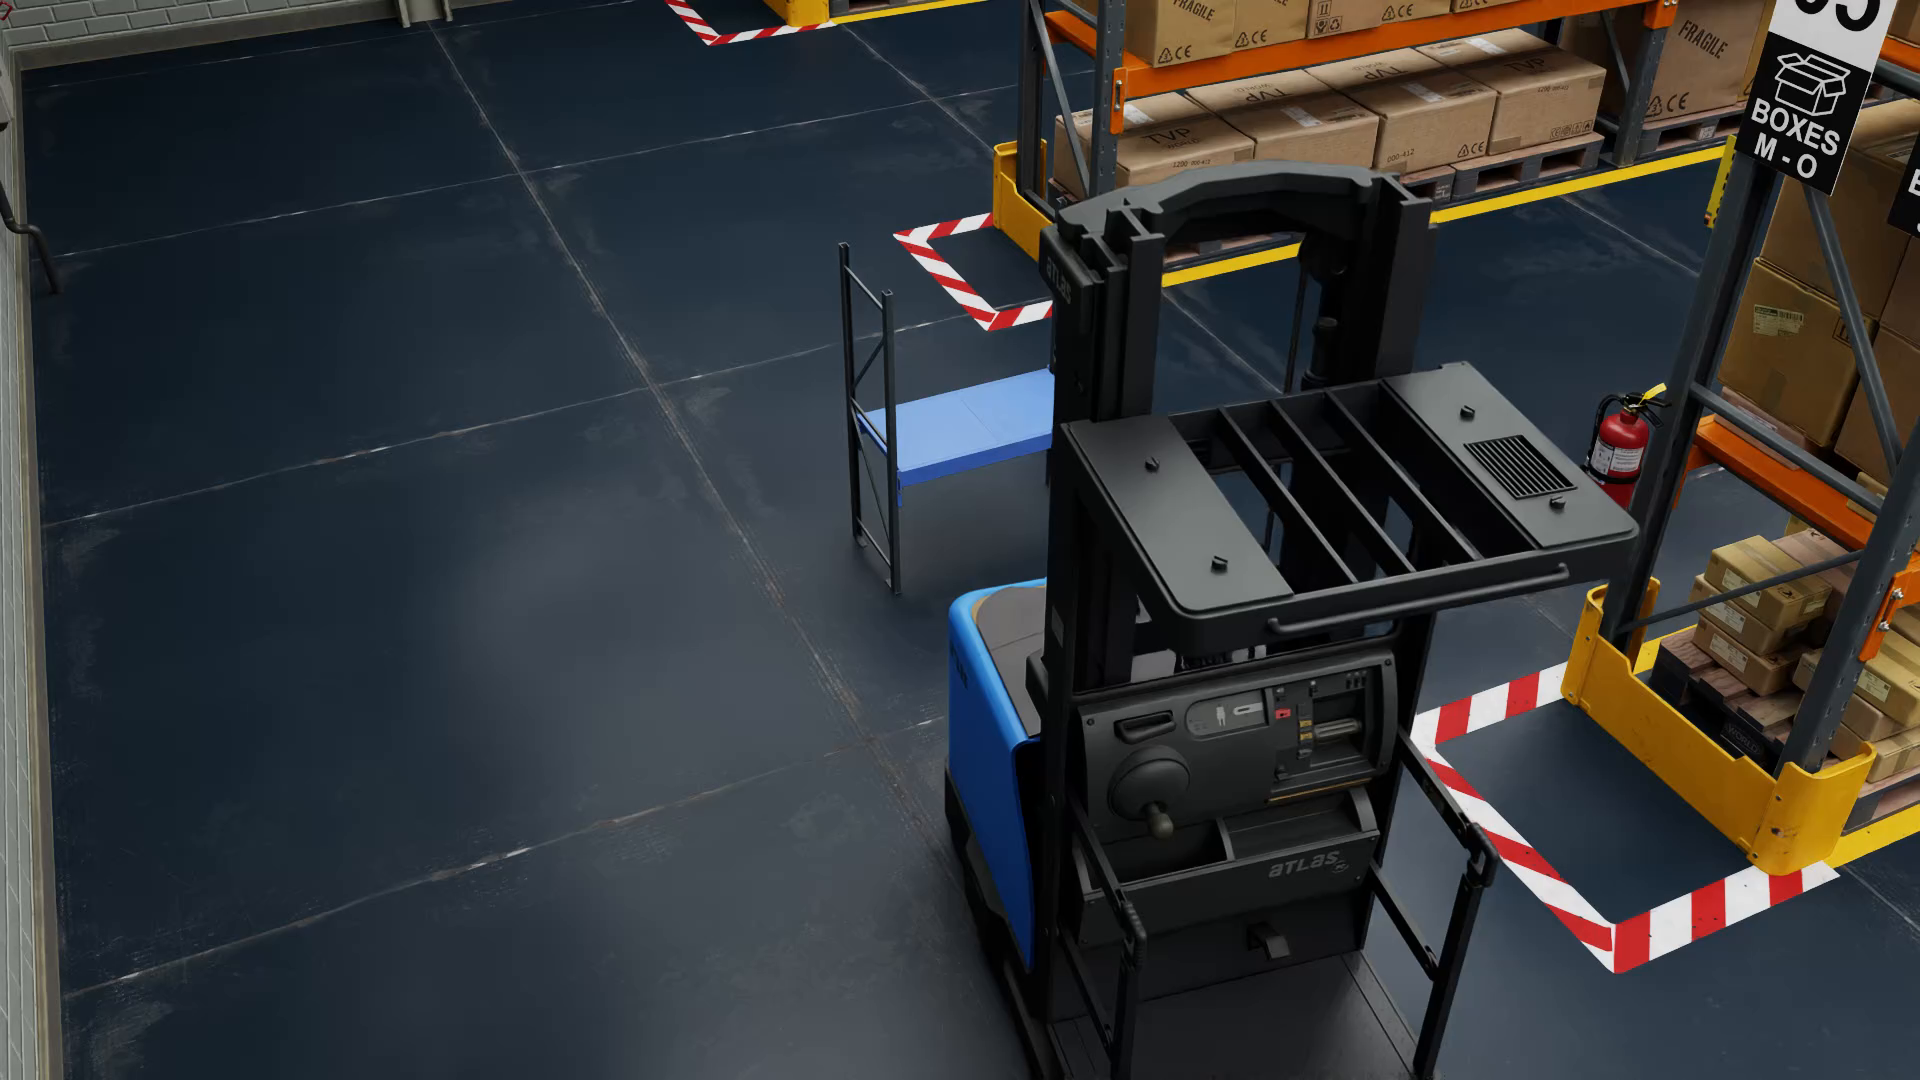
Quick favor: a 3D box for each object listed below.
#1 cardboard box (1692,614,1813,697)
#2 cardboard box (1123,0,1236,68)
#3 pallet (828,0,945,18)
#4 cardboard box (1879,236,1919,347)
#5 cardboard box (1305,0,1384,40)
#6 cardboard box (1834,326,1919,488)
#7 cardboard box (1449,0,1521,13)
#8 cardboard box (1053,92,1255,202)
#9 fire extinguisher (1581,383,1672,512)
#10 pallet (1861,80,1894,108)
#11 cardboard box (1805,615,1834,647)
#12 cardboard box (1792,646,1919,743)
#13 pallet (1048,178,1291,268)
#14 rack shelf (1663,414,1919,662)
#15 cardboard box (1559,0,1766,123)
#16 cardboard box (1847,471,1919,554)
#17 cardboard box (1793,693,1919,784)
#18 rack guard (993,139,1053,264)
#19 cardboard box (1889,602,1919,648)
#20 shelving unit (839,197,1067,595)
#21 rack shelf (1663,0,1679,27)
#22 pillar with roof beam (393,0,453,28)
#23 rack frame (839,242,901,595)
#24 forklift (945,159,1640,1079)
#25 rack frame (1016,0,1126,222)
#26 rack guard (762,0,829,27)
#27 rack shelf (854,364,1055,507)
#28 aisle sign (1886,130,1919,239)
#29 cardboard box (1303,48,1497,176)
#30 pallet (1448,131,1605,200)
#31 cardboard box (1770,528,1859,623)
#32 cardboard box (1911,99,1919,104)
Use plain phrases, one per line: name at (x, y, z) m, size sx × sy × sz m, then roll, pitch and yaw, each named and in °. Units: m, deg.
cardboard box at (3.193, 0.431, 6.691) m, size 0.250 × 0.149 × 0.380 m, roll -15°, pitch 39°, yaw -19°
cardboard box at (1.167, -2.950, 9.125) m, size 0.500 × 0.500 × 0.500 m, roll -16°, pitch 39°, yaw -20°
pallet at (-0.712, -4.721, 13.937) m, size 1.213 × 0.211 × 1.003 m, roll -16°, pitch 39°, yaw -20°
cardboard box at (3.324, -0.831, 5.180) m, size 0.500 × 0.500 × 0.500 m, roll -16°, pitch 39°, yaw -20°
cardboard box at (2.081, -3.212, 9.479) m, size 0.500 × 0.500 × 0.500 m, roll -16°, pitch 39°, yaw -20°
cardboard box at (3.329, -0.424, 5.470) m, size 0.500 × 0.500 × 0.500 m, roll -14°, pitch 39°, yaw -18°
cardboard box at (3.008, -3.472, 9.830) m, size 0.500 × 0.500 × 0.500 m, roll -16°, pitch 40°, yaw -21°
cardboard box at (1.165, -2.304, 10.136) m, size 0.875 × 0.438 × 0.875 m, roll -17°, pitch 40°, yaw -21°
fire extinguisher at (2.381, -0.304, 6.019) m, size 0.183 × 0.674 × 0.296 m, roll -16°, pitch 39°, yaw -20°
pallet at (6.004, -3.383, 12.134) m, size 1.213 × 0.211 × 1.003 m, roll -16°, pitch 39°, yaw -20°
cardboard box at (3.421, 0.233, 6.709) m, size 0.250 × 0.149 × 0.380 m, roll -17°, pitch 40°, yaw -21°
cardboard box at (3.388, 0.563, 6.263) m, size 0.250 × 0.149 × 0.380 m, roll -14°, pitch 39°, yaw -18°
pallet at (1.301, -2.068, 10.361) m, size 1.213 × 0.211 × 1.003 m, roll -16°, pitch 39°, yaw -20°
rack shelf at (4.616, -0.517, 6.532) m, size 4.000 × 0.370 × 1.077 m, roll -16°, pitch 39°, yaw -20°
cardboard box at (4.759, -3.471, 11.343) m, size 0.875 × 0.875 × 0.875 m, roll -14°, pitch 39°, yaw -19°
cardboard box at (3.238, -0.104, 5.583) m, size 0.250 × 0.149 × 0.380 m, roll -16°, pitch 39°, yaw -20°
cardboard box at (3.415, 0.717, 6.306) m, size 0.250 × 0.149 × 0.380 m, roll -15°, pitch 39°, yaw -19°
rack guard at (0.589, -1.933, 9.937) m, size 0.348 × 0.500 × 1.175 m, roll -16°, pitch 39°, yaw -20°
cardboard box at (3.622, 0.354, 6.296) m, size 0.250 × 0.149 × 0.380 m, roll -15°, pitch 39°, yaw -19°
shelving unit at (0.077, -0.624, 7.332) m, size 1.048 × 1.500 × 0.538 m, roll -16°, pitch 39°, yaw -20°
rack shelf at (6.042, -4.173, 11.462) m, size 4.000 × 0.370 × 1.077 m, roll -16°, pitch 39°, yaw -20°
pillar with roof beam at (-2.497, -5.511, 7.626) m, size 0.400 × 9.000 × 9.100 m, roll -16°, pitch 39°, yaw -20°
rack frame at (-0.383, -0.495, 7.159) m, size 0.032 × 1.500 × 0.500 m, roll -16°, pitch 39°, yaw -20°
forklift at (0.840, 0.635, 4.434) m, size 1.130 × 2.935 × 3.031 m, roll -10°, pitch 38°, yaw -13°
rack frame at (0.610, -2.943, 9.200) m, size 0.127 × 3.000 × 1.000 m, roll -16°, pitch 39°, yaw -20°
rack guard at (-1.433, -4.634, 13.579) m, size 0.348 × 0.500 × 1.175 m, roll -16°, pitch 39°, yaw -20°
rack shelf at (0.077, -0.480, 7.439) m, size 1.000 × 0.185 × 0.538 m, roll -16°, pitch 39°, yaw -20°
aisle sign at (2.866, -1.163, 4.618) m, size 0.004 × 0.787 × 0.394 m, roll -16°, pitch 39°, yaw -20°
cardboard box at (2.807, -2.767, 10.761) m, size 0.875 × 0.438 × 0.875 m, roll -17°, pitch 40°, yaw -21°
pallet at (3.510, -2.685, 11.193) m, size 1.213 × 0.211 × 1.003 m, roll -16°, pitch 39°, yaw -20°
cardboard box at (3.429, 0.135, 6.591) m, size 0.250 × 0.149 × 0.380 m, roll -15°, pitch 39°, yaw -19°
cardboard box at (3.572, -1.239, 5.729) m, size 0.500 × 0.500 × 0.500 m, roll -17°, pitch 40°, yaw -21°
